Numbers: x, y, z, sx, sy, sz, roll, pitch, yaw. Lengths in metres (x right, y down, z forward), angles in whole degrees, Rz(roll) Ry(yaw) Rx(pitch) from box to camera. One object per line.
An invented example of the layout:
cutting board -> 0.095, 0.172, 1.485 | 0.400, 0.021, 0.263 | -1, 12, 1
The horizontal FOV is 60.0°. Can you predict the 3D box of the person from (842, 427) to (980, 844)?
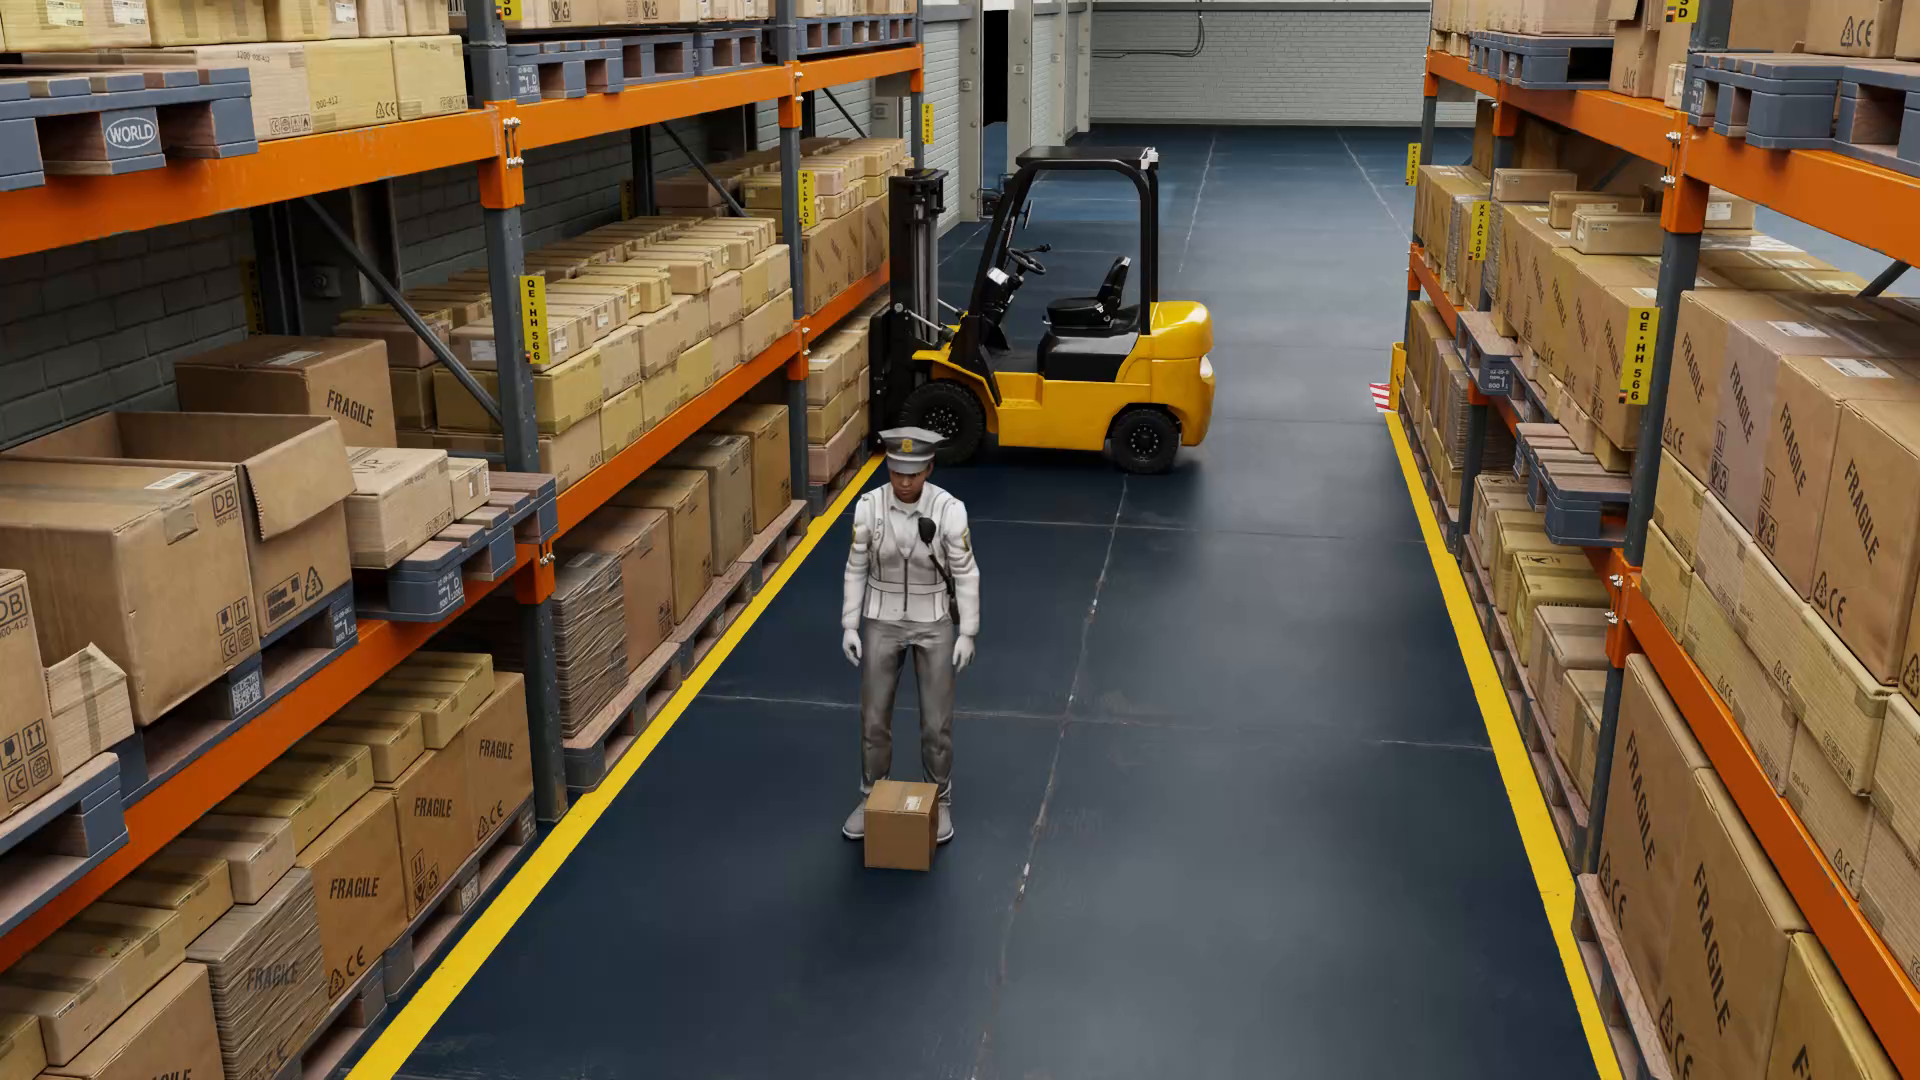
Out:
person -> -0.193, 0.360, 6.440 | 0.536, 1.663, 0.379 | 3, 18, 8
